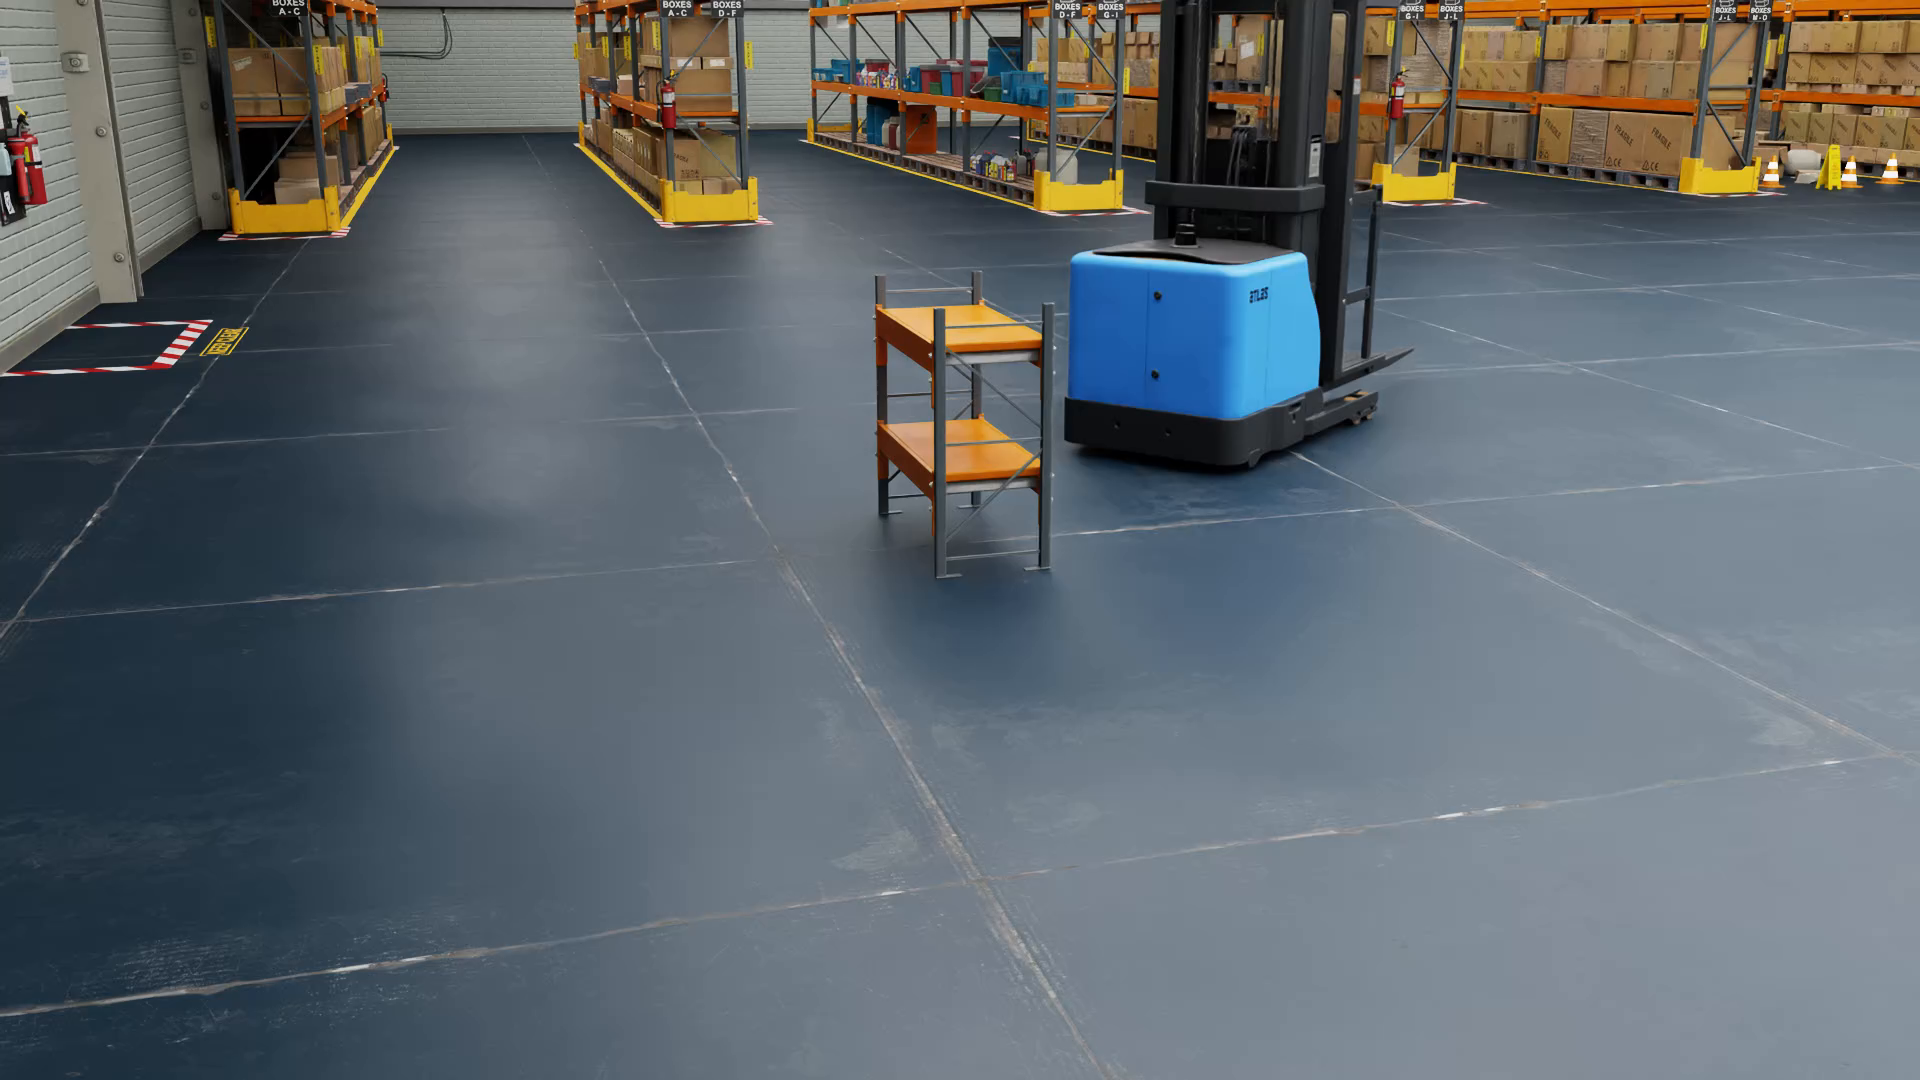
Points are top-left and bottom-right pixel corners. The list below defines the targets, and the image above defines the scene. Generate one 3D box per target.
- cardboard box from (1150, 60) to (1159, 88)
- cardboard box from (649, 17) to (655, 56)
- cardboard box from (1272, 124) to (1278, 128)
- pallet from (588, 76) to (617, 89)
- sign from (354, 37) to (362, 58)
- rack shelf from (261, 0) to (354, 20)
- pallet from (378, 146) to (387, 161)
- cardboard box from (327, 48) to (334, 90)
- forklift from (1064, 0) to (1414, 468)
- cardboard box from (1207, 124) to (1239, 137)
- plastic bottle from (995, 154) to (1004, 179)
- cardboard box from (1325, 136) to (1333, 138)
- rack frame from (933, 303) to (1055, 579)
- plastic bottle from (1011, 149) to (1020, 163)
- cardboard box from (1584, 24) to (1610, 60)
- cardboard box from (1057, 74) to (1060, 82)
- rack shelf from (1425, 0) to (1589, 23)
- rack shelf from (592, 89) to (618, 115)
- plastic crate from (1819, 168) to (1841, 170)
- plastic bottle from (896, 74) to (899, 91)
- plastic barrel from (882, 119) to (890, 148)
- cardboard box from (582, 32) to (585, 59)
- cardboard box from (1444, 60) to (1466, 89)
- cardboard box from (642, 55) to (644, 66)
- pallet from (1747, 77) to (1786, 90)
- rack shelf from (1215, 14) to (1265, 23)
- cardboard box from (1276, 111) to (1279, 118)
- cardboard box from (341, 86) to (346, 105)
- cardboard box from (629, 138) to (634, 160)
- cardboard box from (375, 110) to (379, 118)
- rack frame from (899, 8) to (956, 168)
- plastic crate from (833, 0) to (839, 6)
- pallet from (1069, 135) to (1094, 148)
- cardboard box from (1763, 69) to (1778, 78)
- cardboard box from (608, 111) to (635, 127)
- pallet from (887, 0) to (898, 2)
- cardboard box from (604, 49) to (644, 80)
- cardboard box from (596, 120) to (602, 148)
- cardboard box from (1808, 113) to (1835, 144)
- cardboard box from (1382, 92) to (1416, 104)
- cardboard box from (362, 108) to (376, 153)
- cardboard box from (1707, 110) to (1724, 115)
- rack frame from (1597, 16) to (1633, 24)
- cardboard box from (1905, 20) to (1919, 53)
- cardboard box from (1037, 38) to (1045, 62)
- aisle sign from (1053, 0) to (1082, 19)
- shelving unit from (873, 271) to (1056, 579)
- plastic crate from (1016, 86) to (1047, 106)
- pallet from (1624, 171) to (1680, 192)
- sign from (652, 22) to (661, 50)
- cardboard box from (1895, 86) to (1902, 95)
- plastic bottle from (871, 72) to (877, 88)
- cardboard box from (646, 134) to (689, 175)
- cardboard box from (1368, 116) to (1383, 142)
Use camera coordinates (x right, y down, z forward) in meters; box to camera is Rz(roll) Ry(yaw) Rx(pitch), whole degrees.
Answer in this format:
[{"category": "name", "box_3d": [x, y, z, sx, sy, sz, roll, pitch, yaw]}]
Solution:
[{"category": "cardboard box", "box_3d": [3.829, -8.605, 30.711, 0.500, 0.500, 0.500, -4, 17, -14]}, {"category": "cardboard box", "box_3d": [-3.819, -6.820, 22.514, 0.700, 0.500, 0.500, -5, 17, -15]}, {"category": "cardboard box", "box_3d": [7.173, -9.192, 37.064, 0.380, 0.149, 0.250, -4, 17, -14]}, {"category": "pallet", "box_3d": [-6.308, -8.443, 30.679, 1.003, 0.211, 1.213, -5, 17, -15]}, {"category": "sign", "box_3d": [-9.566, -7.827, 26.421, 0.100, 0.325, 0.005, -5, 17, -15]}, {"category": "rack shelf", "box_3d": [-9.536, -7.804, 24.255, 1.077, 0.370, 4.000, -5, 17, -15]}, {"category": "pallet", "box_3d": [-11.318, -7.253, 31.230, 1.003, 0.211, 1.213, -5, 17, -15]}, {"category": "cardboard box", "box_3d": [-7.991, -5.786, 20.423, 0.500, 0.500, 0.500, -5, 18, -17]}, {"category": "forklift", "box_3d": [1.820, -2.142, 9.489, 1.130, 2.935, 3.031, 11, 20, 33]}, {"category": "cardboard box", "box_3d": [4.571, -7.118, 29.513, 0.700, 0.500, 0.500, -6, 18, -20]}, {"category": "plastic bottle", "box_3d": [0.582, -5.407, 24.078, 0.144, 0.351, 0.185, -4, 17, -13]}, {"category": "cardboard box", "box_3d": [5.538, -6.066, 26.047, 0.500, 0.500, 0.500, 1, 17, 2]}, {"category": "rack frame", "box_3d": [0.138, -0.400, 6.828, 0.500, 1.125, 0.032, -5, 17, -15]}, {"category": "plastic bottle", "box_3d": [0.855, -5.717, 25.112, 0.144, 0.351, 0.185, -5, 17, -15]}, {"category": "cardboard box", "box_3d": [10.446, -7.879, 26.330, 0.875, 0.550, 0.550, -5, 17, -15]}, {"category": "cardboard box", "box_3d": [2.282, -9.911, 35.668, 0.380, 0.149, 0.250, -4, 17, -14]}, {"category": "rack shelf", "box_3d": [9.549, -9.343, 29.379, 1.077, 0.370, 4.000, -5, 17, -15]}, {"category": "rack shelf", "box_3d": [-5.873, -7.867, 29.677, 1.077, 0.370, 4.000, -5, 17, -15]}, {"category": "plastic crate", "box_3d": [14.473, -6.220, 28.019, 0.402, 0.080, 0.583, -12, 20, -34]}, {"category": "plastic bottle", "box_3d": [-1.081, -8.071, 29.309, 0.061, 0.283, 0.133, -5, 17, -15]}, {"category": "plastic barrel", "box_3d": [-1.262, -7.654, 31.312, 0.421, 0.512, 0.421, 0, 17, 0]}, {"category": "cardboard box", "box_3d": [-7.229, -9.831, 33.054, 0.500, 0.500, 0.500, -5, 17, -16]}, {"category": "cardboard box", "box_3d": [9.144, -8.427, 30.118, 0.500, 0.500, 0.500, -5, 17, -15]}, {"category": "cardboard box", "box_3d": [-4.267, -6.751, 23.412, 0.380, 0.149, 0.250, -4, 17, -14]}, {"category": "pallet", "box_3d": [14.760, -8.248, 30.031, 1.003, 0.211, 1.213, -5, 17, -15]}, {"category": "rack shelf", "box_3d": [4.752, -8.979, 28.166, 1.077, 0.370, 4.000, -5, 17, -15]}, {"category": "cardboard box", "box_3d": [7.209, -9.391, 36.692, 0.380, 0.149, 0.250, -6, 18, -18]}, {"category": "cardboard box", "box_3d": [-8.564, -5.990, 22.404, 0.500, 0.250, 0.500, -5, 17, -15]}, {"category": "cardboard box", "box_3d": [-4.611, -5.794, 24.601, 0.500, 0.311, 0.500, -5, 17, -15]}, {"category": "cardboard box", "box_3d": [-11.354, -8.155, 31.874, 0.380, 0.149, 0.250, -5, 17, -17]}, {"category": "rack frame", "box_3d": [-0.560, -8.049, 29.032, 1.000, 3.000, 0.127, -5, 17, -15]}, {"category": "plastic crate", "box_3d": [-2.374, -10.787, 33.393, 0.293, 0.136, 0.466, -5, 17, -15]}, {"category": "pallet", "box_3d": [2.970, -8.428, 35.141, 1.003, 0.211, 1.213, -5, 17, -15]}, {"category": "cardboard box", "box_3d": [14.423, -8.319, 29.638, 0.380, 0.149, 0.250, -4, 17, -14]}, {"category": "cardboard box", "box_3d": [-5.826, -7.286, 28.771, 0.500, 0.250, 0.500, -4, 17, -13]}, {"category": "pallet", "box_3d": [-0.676, -9.614, 29.358, 1.003, 0.211, 1.213, -5, 17, -15]}, {"category": "cardboard box", "box_3d": [-5.605, -8.072, 28.208, 0.700, 0.500, 0.500, -12, 20, -34]}, {"category": "cardboard box", "box_3d": [-6.524, -7.625, 31.202, 0.500, 0.500, 0.500, -6, 18, -18]}, {"category": "cardboard box", "box_3d": [14.891, -7.029, 28.384, 0.500, 0.500, 0.500, -4, 17, -13]}, {"category": "cardboard box", "box_3d": [6.124, -6.169, 23.213, 0.380, 0.149, 0.250, -5, 17, -15]}, {"category": "cardboard box", "box_3d": [-10.634, -7.128, 28.975, 0.750, 0.750, 0.750, -4, 17, -14]}, {"category": "cardboard box", "box_3d": [17.320, -9.576, 37.732, 0.500, 0.500, 0.500, -4, 17, -13]}, {"category": "rack frame", "box_3d": [16.304, -11.830, 41.621, 1.000, 3.000, 0.127, -5, 17, -15]}, {"category": "cardboard box", "box_3d": [15.447, -7.945, 26.257, 0.700, 0.500, 0.500, -5, 17, -15]}, {"category": "cardboard box", "box_3d": [2.014, -10.790, 36.600, 0.500, 0.500, 0.500, -5, 17, -17]}, {"category": "aisle sign", "box_3d": [1.373, -7.037, 21.147, 0.394, 0.787, 0.004, -5, 17, -15]}, {"category": "shelving unit", "box_3d": [-0.002, -0.541, 7.296, 0.538, 1.125, 1.048, -5, 17, -15]}, {"category": "plastic crate", "box_3d": [1.041, -6.059, 22.669, 0.499, 0.251, 0.408, -5, 17, -15]}, {"category": "pallet", "box_3d": [10.903, -5.471, 25.298, 1.003, 0.211, 1.213, -5, 17, -15]}, {"category": "sign", "box_3d": [-3.650, -6.074, 20.035, 0.100, 0.325, 0.005, -5, 17, -15]}, {"category": "cardboard box", "box_3d": [15.360, -7.262, 26.849, 0.380, 0.149, 0.250, -4, 17, -14]}, {"category": "plastic bottle", "box_3d": [-1.580, -8.617, 31.141, 0.152, 0.276, 0.135, -5, 17, -15]}, {"category": "cardboard box", "box_3d": [-3.847, -5.089, 21.925, 0.500, 0.500, 0.500, -5, 17, -15]}, {"category": "cardboard box", "box_3d": [8.428, -8.114, 32.864, 0.500, 0.500, 0.500, -4, 17, -13]}]
